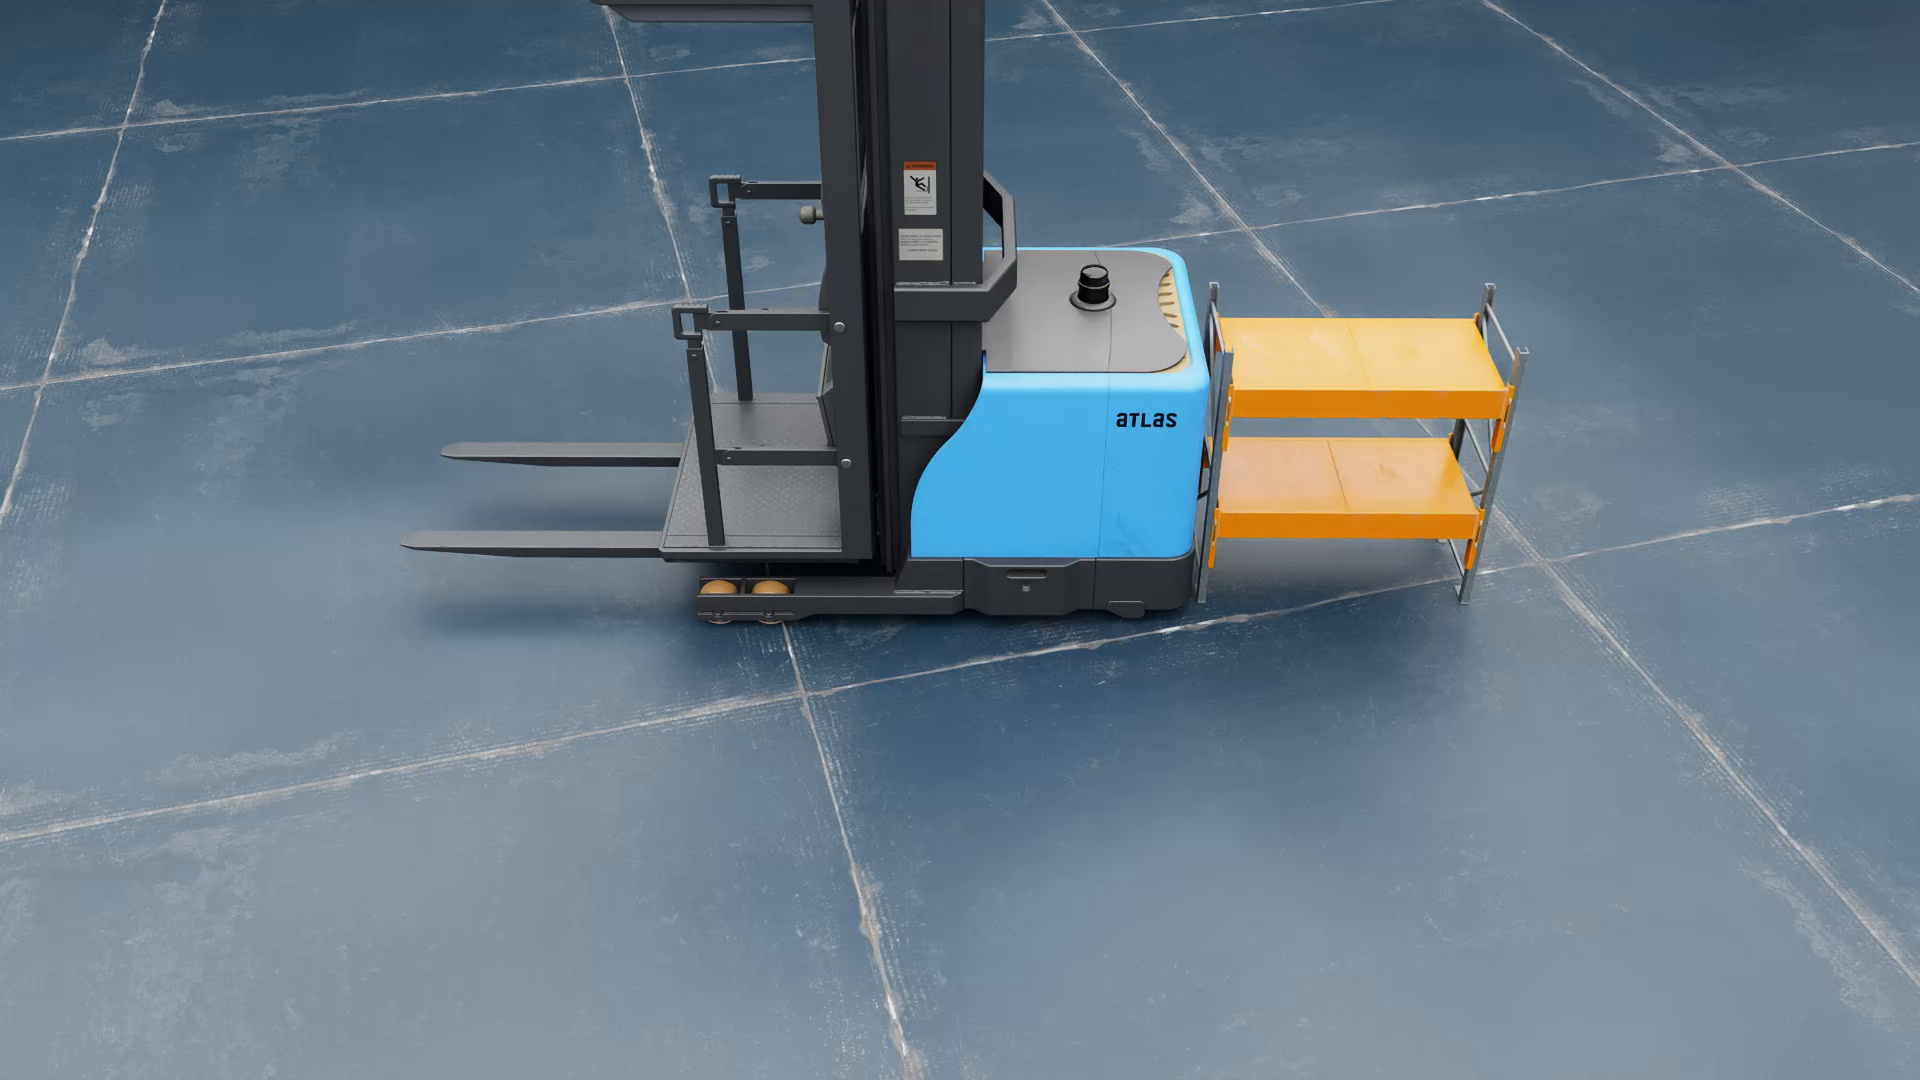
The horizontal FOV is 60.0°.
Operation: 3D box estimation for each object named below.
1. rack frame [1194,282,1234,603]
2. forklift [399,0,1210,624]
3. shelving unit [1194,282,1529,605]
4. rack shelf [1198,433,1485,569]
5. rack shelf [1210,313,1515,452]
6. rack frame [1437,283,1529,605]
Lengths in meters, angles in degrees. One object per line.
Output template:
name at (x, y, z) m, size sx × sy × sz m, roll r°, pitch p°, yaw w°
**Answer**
rack frame at (0.935, -0.354, 6.287) m, size 0.032 × 1.125 × 0.500 m, roll 0°, pitch 37°, yaw 0°
forklift at (-0.631, -1.166, 5.862) m, size 3.031 × 2.935 × 1.130 m, roll 0°, pitch 37°, yaw 0°
shelving unit at (1.444, -0.351, 6.284) m, size 1.048 × 1.125 × 0.538 m, roll 0°, pitch 37°, yaw 0°
rack shelf at (1.444, -0.157, 6.432) m, size 1.000 × 0.278 × 0.538 m, roll 0°, pitch 37°, yaw 0°
rack shelf at (1.444, -0.584, 6.106) m, size 1.000 × 0.278 × 0.538 m, roll 0°, pitch 37°, yaw 0°
rack frame at (1.952, -0.349, 6.280) m, size 0.032 × 1.125 × 0.500 m, roll 0°, pitch 37°, yaw 0°
